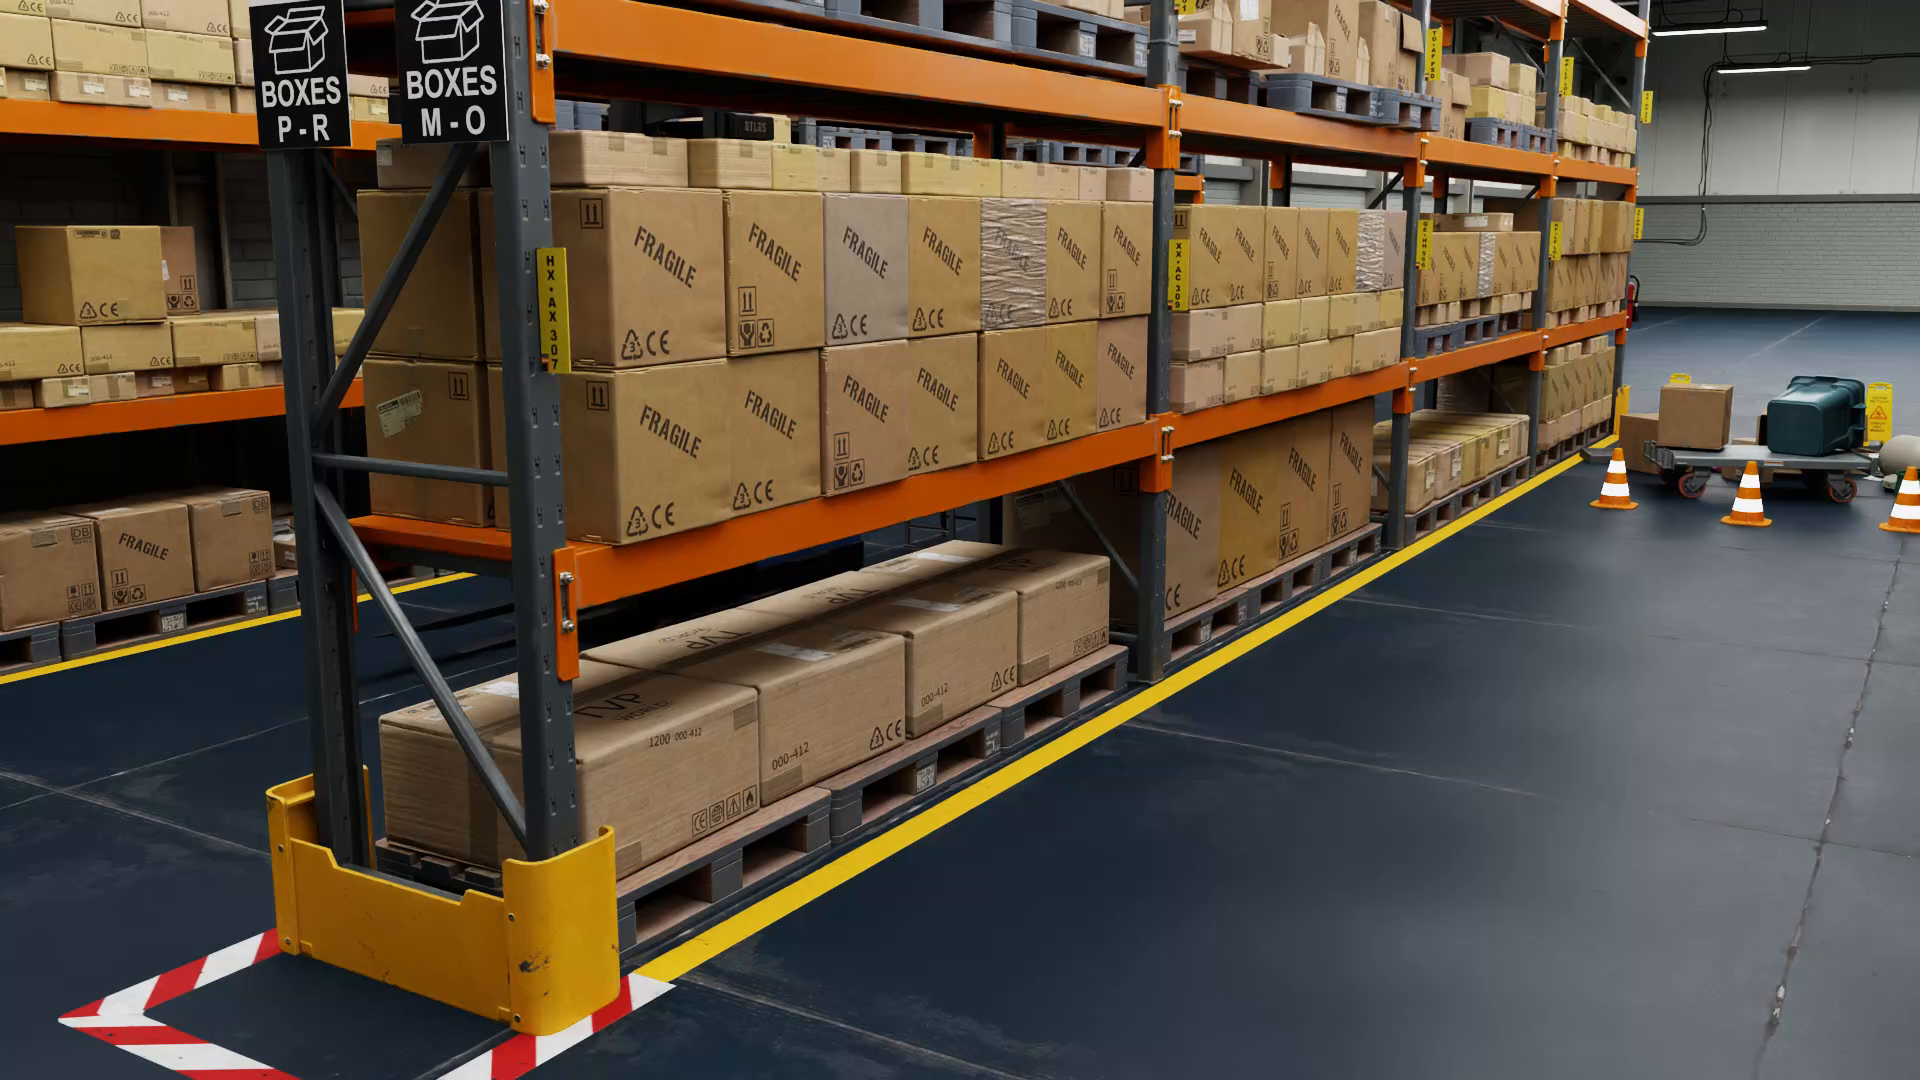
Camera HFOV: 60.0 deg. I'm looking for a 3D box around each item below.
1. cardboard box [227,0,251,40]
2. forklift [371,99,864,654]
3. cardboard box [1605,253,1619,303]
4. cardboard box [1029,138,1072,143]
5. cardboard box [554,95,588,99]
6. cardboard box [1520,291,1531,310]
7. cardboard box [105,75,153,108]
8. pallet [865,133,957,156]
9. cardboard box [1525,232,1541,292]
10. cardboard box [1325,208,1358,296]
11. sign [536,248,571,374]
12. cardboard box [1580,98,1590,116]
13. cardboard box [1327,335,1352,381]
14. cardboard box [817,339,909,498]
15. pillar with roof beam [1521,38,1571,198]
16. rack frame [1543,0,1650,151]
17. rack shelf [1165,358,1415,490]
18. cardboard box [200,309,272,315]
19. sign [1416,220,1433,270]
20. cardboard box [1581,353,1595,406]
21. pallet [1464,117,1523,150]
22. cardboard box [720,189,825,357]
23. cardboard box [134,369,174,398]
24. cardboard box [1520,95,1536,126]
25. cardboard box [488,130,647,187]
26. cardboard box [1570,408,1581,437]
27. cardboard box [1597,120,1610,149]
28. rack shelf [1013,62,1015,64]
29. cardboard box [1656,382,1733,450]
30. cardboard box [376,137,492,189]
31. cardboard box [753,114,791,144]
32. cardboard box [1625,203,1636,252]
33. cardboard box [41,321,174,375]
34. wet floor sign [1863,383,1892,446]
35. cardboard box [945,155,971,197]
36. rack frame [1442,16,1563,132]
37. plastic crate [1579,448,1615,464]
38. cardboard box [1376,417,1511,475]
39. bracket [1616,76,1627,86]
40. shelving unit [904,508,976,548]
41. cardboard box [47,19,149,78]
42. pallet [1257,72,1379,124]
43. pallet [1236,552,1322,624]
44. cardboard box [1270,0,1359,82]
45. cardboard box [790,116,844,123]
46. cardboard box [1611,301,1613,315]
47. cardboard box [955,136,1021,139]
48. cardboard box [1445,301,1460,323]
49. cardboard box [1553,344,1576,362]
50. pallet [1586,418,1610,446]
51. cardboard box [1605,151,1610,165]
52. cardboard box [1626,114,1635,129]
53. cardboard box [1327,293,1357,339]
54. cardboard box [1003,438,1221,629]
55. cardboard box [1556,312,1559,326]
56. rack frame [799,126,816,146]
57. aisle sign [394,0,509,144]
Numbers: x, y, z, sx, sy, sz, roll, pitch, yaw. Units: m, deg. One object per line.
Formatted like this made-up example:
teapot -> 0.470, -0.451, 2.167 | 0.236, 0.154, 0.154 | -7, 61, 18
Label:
cardboard box -> -4.017, -2.903, 9.314 | 0.500, 0.250, 0.500 | 6, 12, 30
forklift -> -1.805, -0.959, 9.025 | 1.130, 2.935, 3.031 | 7, 13, 32
cardboard box -> 6.460, -2.713, 17.127 | 0.500, 0.500, 0.500 | 6, 12, 31
cardboard box -> 0.942, -4.200, 17.269 | 0.380, 0.149, 0.250 | 7, 13, 32
cardboard box -> -2.681, -3.070, 11.234 | 0.380, 0.149, 0.250 | 6, 12, 30
cardboard box -> 4.662, -2.054, 14.229 | 0.380, 0.149, 0.250 | 7, 12, 32
cardboard box -> -4.413, -2.315, 8.613 | 0.380, 0.149, 0.250 | 7, 13, 32
pallet -> -0.774, -3.596, 15.285 | 1.003, 0.211, 1.213 | 7, 13, 33
cardboard box -> 4.650, -2.385, 14.237 | 0.500, 0.500, 0.500 | 6, 12, 30
cardboard box -> 2.049, -1.724, 9.939 | 0.500, 0.500, 0.500 | 6, 12, 31
sign -> -1.066, -0.601, 4.362 | 0.100, 0.325, 0.005 | 6, 12, 31
cardboard box -> 5.550, -3.962, 15.247 | 0.380, 0.149, 0.250 | 6, 12, 30
cardboard box -> 2.049, -1.112, 10.062 | 0.500, 0.250, 0.500 | 6, 12, 30
cardboard box -> -0.524, -0.449, 5.842 | 0.500, 0.500, 0.500 | 6, 12, 30
pillar with roof beam -> 17.534, -9.469, 37.996 | 9.100, 9.000, 0.548 | 6, 12, 31
rack frame -> 6.770, -5.656, 17.626 | 1.000, 3.000, 0.127 | 6, 12, 31
rack shelf -> 1.578, -0.781, 9.844 | 1.077, 0.370, 4.000 | 6, 12, 31
cardboard box -> -4.447, -1.234, 9.910 | 0.500, 0.250, 0.500 | 6, 12, 30
sign -> 3.093, -1.966, 11.070 | 0.100, 0.325, 0.005 | 6, 12, 31
cardboard box -> 6.041, -1.619, 16.657 | 0.500, 0.500, 0.500 | 6, 12, 29
pallet -> 3.746, -3.210, 13.222 | 1.213, 0.211, 1.003 | 6, 12, 31
cardboard box -> -0.782, -0.862, 5.331 | 0.500, 0.500, 0.500 | 6, 12, 29
cardboard box -> -4.470, -0.855, 8.966 | 0.380, 0.149, 0.250 | 6, 12, 31
cardboard box -> 4.514, -3.580, 13.952 | 0.500, 0.250, 0.500 | 6, 12, 30
cardboard box -> -1.116, -1.080, 4.733 | 0.380, 0.149, 0.250 | 7, 13, 32
cardboard box -> 5.771, -1.169, 16.291 | 0.500, 0.250, 0.500 | 6, 12, 30
cardboard box -> 5.947, -3.907, 16.035 | 0.500, 0.250, 0.500 | 7, 12, 31
rack shelf -> 1.487, -5.265, 18.579 | 1.077, 0.370, 4.000 | 6, 12, 31
cardboard box -> 6.230, -1.056, 14.095 | 0.500, 0.500, 0.500 | 6, 12, 31
cardboard box -> -1.522, -1.126, 4.980 | 0.380, 0.149, 0.250 | 7, 12, 31
cardboard box -> -1.687, -3.219, 13.170 | 0.500, 0.250, 0.500 | 6, 12, 29
cardboard box -> 6.691, -3.293, 17.509 | 0.700, 0.500, 0.500 | 6, 12, 29
cardboard box -> -4.546, -1.024, 8.789 | 0.500, 0.250, 0.500 | 6, 12, 29
wet floor sign -> 9.376, -1.287, 16.988 | 0.267, 0.644, 0.232 | 4, 11, 21
cardboard box -> -0.180, -1.365, 6.259 | 0.380, 0.149, 0.250 | 6, 12, 31
rack frame -> 4.693, -5.027, 14.266 | 1.000, 3.000, 0.127 | 6, 12, 31
plastic crate -> 6.209, -0.812, 15.987 | 0.402, 0.080, 0.583 | 2, 11, 11
cardboard box -> 4.053, -0.797, 13.973 | 0.950, 0.372, 0.625 | 7, 13, 34
bracket -> 18.719, -12.998, 47.060 | 0.235, 0.232, 0.430 | 6, 12, 31
shelving unit -> -0.086, -1.006, 11.536 | 0.431, 2.100, 0.503 | 6, 12, 31
cardboard box -> -4.546, -2.500, 8.518 | 0.500, 0.250, 0.500 | 6, 12, 30
pallet -> 1.750, -2.548, 9.690 | 1.003, 0.211, 1.213 | 7, 13, 33
pallet -> 1.509, 0.229, 10.069 | 1.003, 0.211, 1.213 | 6, 12, 31
cardboard box -> 1.949, -2.874, 9.505 | 0.500, 0.500, 0.500 | 7, 12, 31
cardboard box -> -1.187, -3.564, 13.823 | 0.380, 0.166, 0.250 | 6, 12, 31
cardboard box -> 6.571, -2.416, 17.304 | 0.380, 0.149, 0.250 | 6, 12, 30
cardboard box -> 0.282, -4.101, 16.300 | 0.500, 0.311, 0.500 | 6, 12, 29
cardboard box -> 3.462, -1.687, 12.267 | 0.380, 0.149, 0.250 | 6, 12, 31
cardboard box -> 5.612, -1.782, 15.768 | 0.380, 0.149, 0.250 | 7, 13, 33
pallet -> 6.279, -1.200, 17.706 | 1.003, 0.211, 1.213 | 6, 12, 31
cardboard box -> 6.278, -3.817, 16.639 | 0.380, 0.149, 0.250 | 6, 12, 30
cardboard box -> 6.847, -4.369, 17.417 | 0.380, 0.149, 0.250 | 7, 12, 31
cardboard box -> 2.071, -1.357, 10.016 | 0.500, 0.250, 0.500 | 6, 12, 29
cardboard box -> 0.793, -0.087, 8.816 | 0.875, 0.875, 0.875 | 7, 13, 32
cardboard box -> 5.330, -2.063, 15.419 | 0.380, 0.149, 0.250 | 6, 12, 30
rack frame -> -1.628, -1.923, 13.987 | 1.000, 3.000, 0.127 | 6, 12, 31
aisle sign -> -1.326, -1.430, 4.289 | 0.394, 0.787, 0.004 | 6, 12, 31
